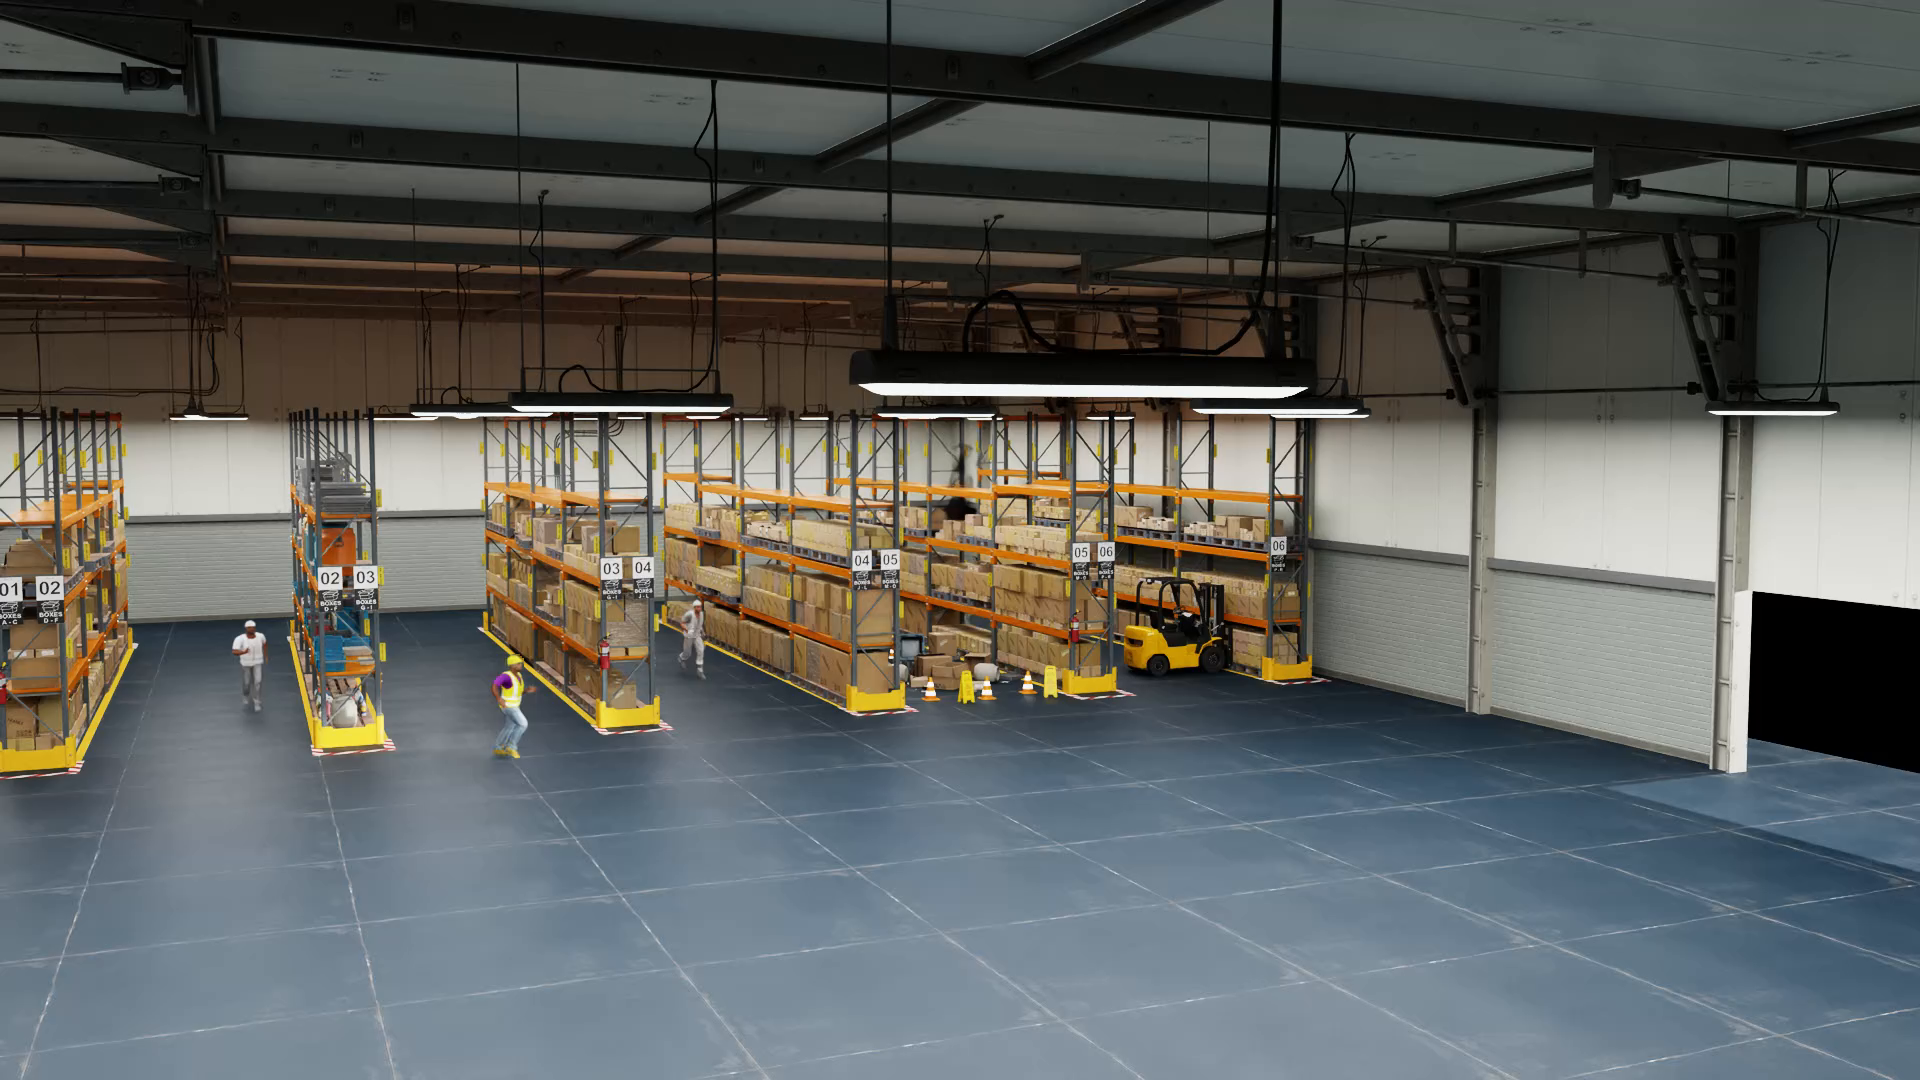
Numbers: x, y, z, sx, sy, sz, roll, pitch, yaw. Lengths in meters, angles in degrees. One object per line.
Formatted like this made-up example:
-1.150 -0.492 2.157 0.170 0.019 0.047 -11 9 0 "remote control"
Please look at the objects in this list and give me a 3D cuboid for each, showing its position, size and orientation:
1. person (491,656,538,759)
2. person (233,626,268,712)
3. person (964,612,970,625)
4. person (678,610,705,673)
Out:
-7.648 2.869 28.437 0.779 1.789 0.698 0 4 4 "person"
-14.154 2.505 33.195 0.688 1.744 0.950 -3 5 -32 "person"
0.148 1.700 45.981 0.563 1.622 0.572 -2 5 -29 "person"
-6.066 2.270 37.537 0.627 1.446 0.961 -3 5 -39 "person"
